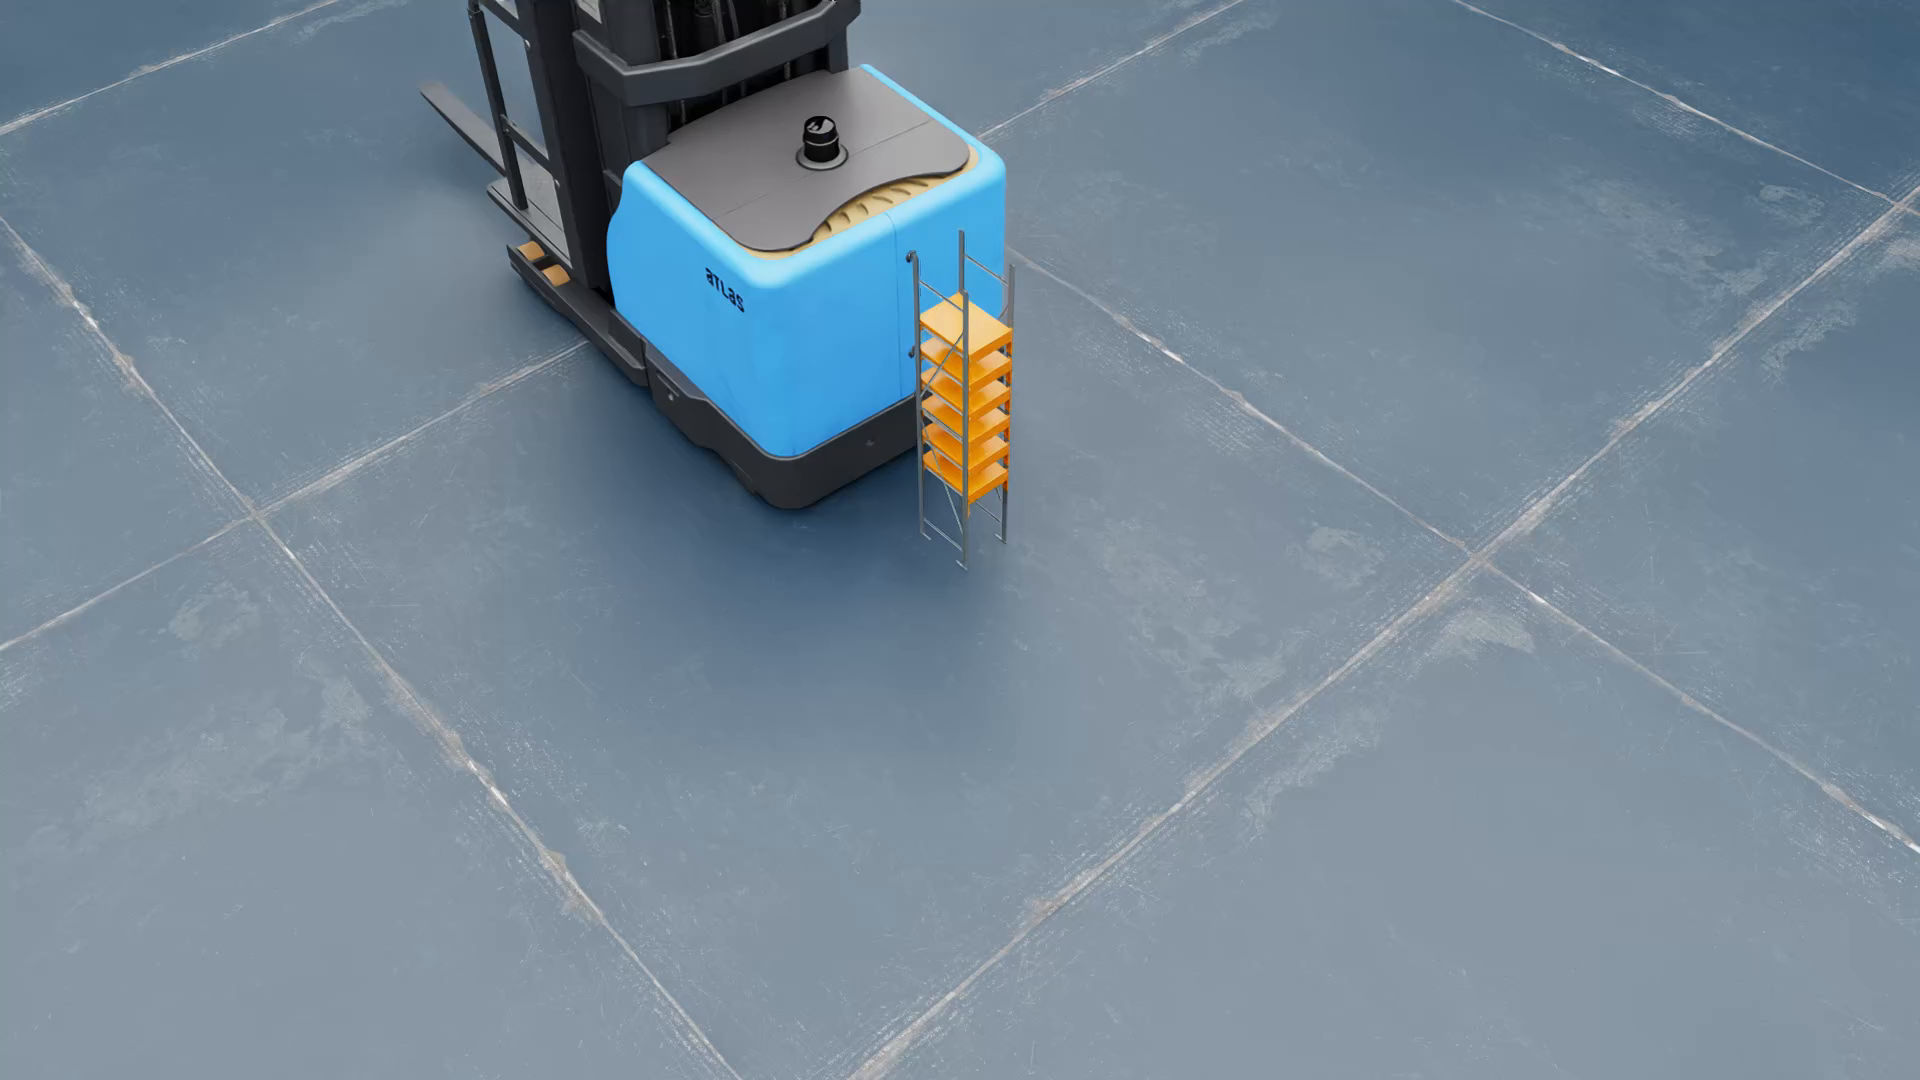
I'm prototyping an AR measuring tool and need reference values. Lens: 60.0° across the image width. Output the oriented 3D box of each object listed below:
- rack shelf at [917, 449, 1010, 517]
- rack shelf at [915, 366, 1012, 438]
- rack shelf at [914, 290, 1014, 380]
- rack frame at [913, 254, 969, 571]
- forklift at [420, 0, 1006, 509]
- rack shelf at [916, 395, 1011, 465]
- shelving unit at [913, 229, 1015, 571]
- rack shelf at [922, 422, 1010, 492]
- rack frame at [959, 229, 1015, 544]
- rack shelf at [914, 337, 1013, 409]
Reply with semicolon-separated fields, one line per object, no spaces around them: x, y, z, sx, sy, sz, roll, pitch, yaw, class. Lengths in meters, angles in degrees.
0.011;-0.221;5.525;0.180;0.103;0.258;-34;56;-27;rack shelf
0.011;-0.465;5.260;0.180;0.103;0.258;-34;56;-27;rack shelf
0.011;-0.628;5.084;0.180;0.103;0.258;-34;56;-27;rack shelf
-0.057;-0.369;5.274;0.006;1.200;0.240;-34;56;-27;rack frame
-1.153;-2.125;5.716;1.130;2.935;3.031;-31;54;-25;forklift
0.011;-0.384;5.348;0.180;0.103;0.258;-34;56;-27;rack shelf
0.011;-0.414;5.316;0.189;1.200;0.258;-34;56;-27;shelving unit
0.011;-0.303;5.436;0.180;0.103;0.258;-34;56;-27;rack shelf
0.078;-0.459;5.357;0.006;1.200;0.240;-34;56;-27;rack frame
0.011;-0.547;5.172;0.180;0.103;0.258;-34;56;-27;rack shelf
